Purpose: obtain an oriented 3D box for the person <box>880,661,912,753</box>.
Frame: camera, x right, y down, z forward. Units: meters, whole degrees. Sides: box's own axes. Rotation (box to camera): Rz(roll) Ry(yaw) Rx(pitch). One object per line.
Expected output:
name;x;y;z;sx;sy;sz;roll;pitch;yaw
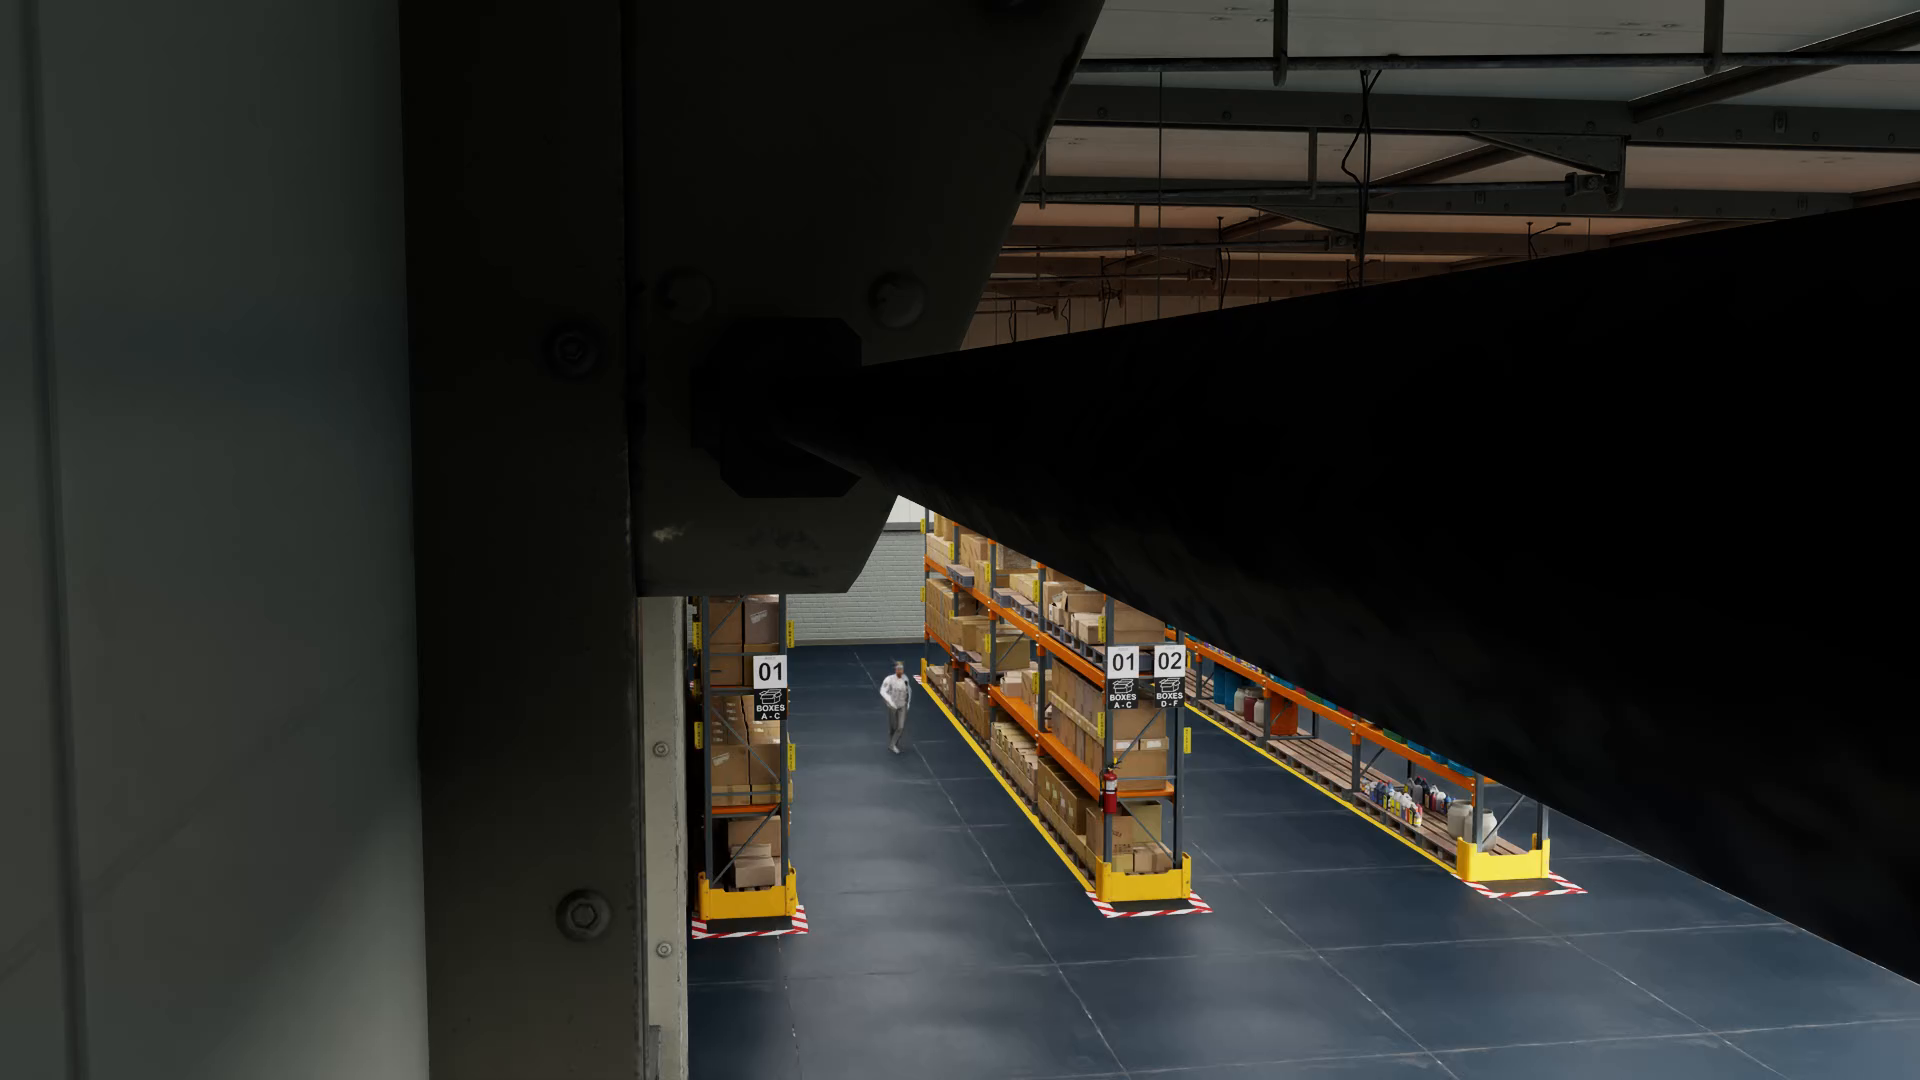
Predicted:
person;-1.149;2.930;29.524;0.604;1.641;0.609;-2;5;-17
